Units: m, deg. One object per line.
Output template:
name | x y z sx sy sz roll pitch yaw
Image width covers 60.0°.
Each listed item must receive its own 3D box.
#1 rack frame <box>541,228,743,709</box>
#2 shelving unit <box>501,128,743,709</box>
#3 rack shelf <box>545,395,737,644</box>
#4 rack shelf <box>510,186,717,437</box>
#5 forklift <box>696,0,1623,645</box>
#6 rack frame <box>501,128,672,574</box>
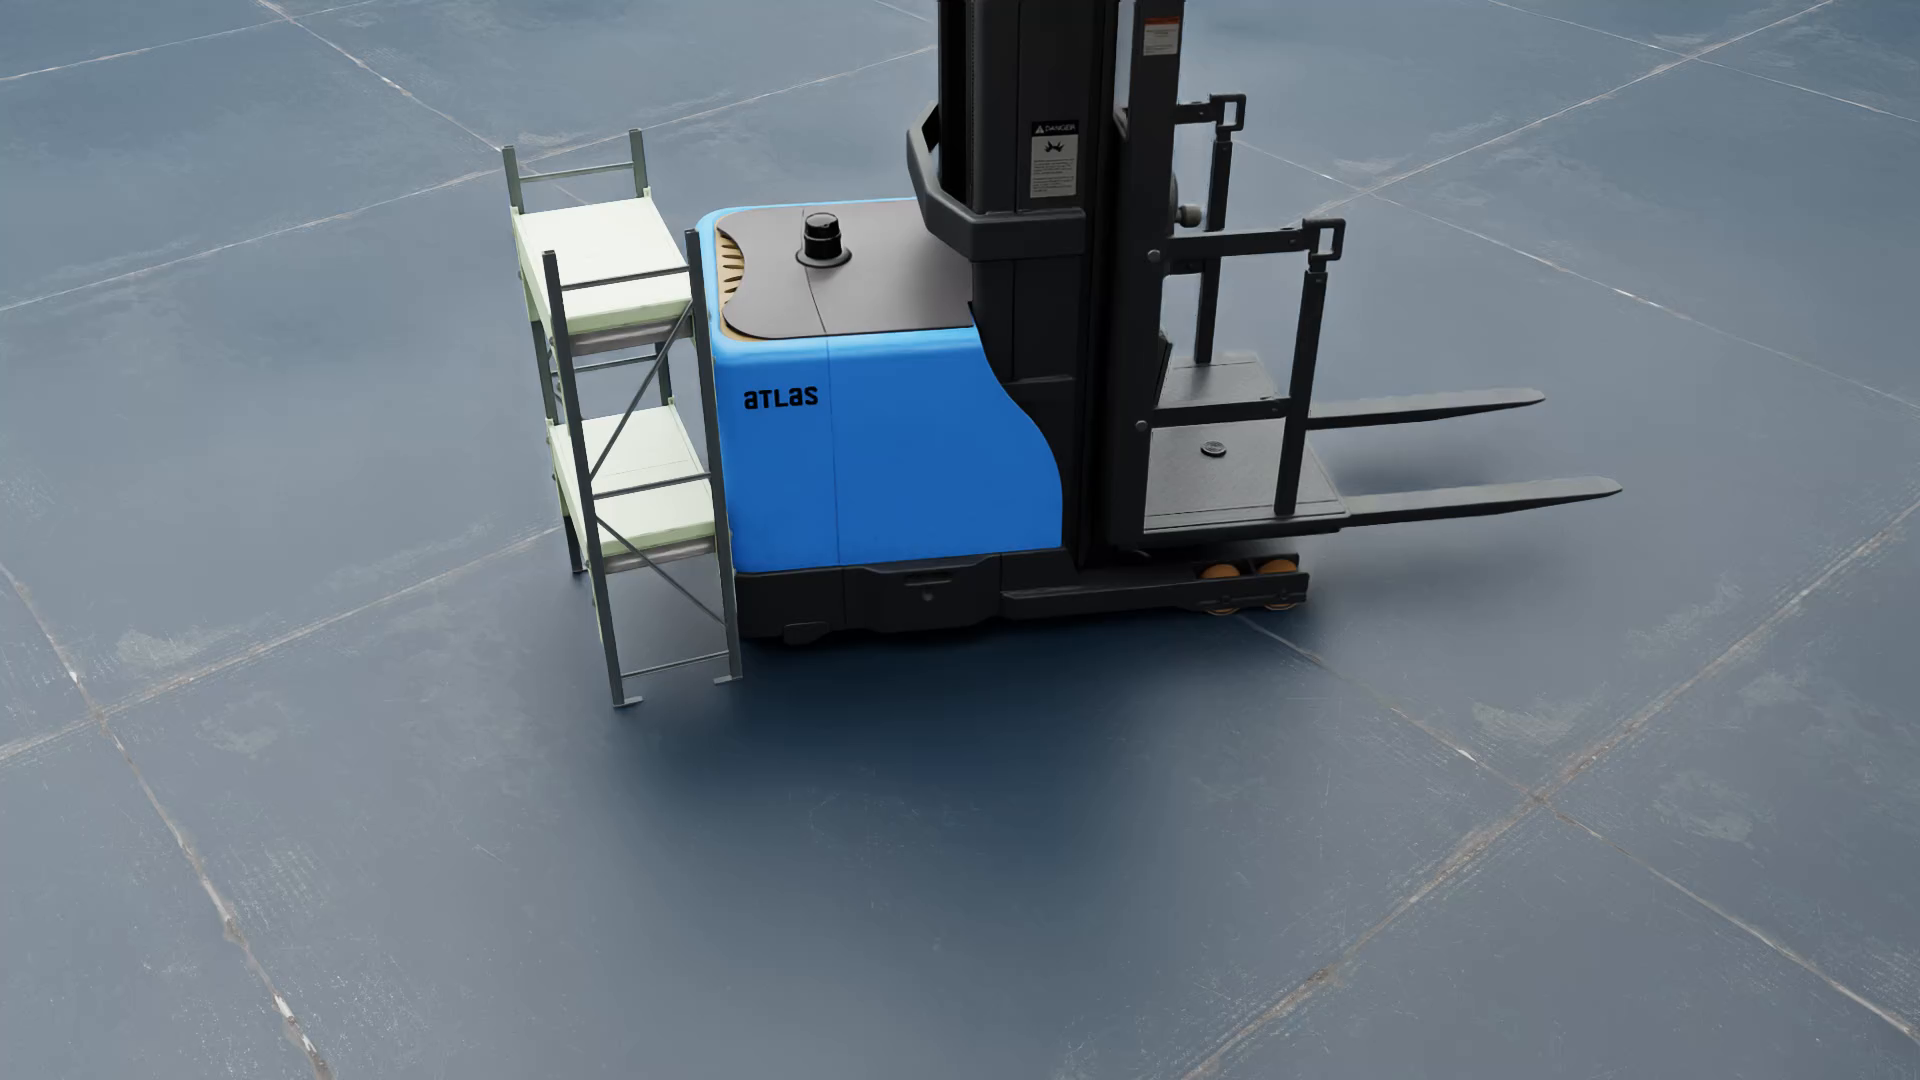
rack frame | -0.862 -0.148 4.662 0.400 1.500 0.023 -12 37 -17
shelving unit | -0.990 -0.347 4.942 0.431 1.500 0.755 -12 37 -17
rack shelf | -0.990 -0.080 5.130 0.431 0.370 0.720 -12 37 -17
rack shelf | -0.990 -0.665 4.716 0.431 0.370 0.720 -12 37 -17
forklift | 0.690 -1.249 4.978 3.031 2.935 1.130 -5 36 -7
rack frame | -1.117 -0.545 5.222 0.400 1.500 0.023 -12 37 -17
